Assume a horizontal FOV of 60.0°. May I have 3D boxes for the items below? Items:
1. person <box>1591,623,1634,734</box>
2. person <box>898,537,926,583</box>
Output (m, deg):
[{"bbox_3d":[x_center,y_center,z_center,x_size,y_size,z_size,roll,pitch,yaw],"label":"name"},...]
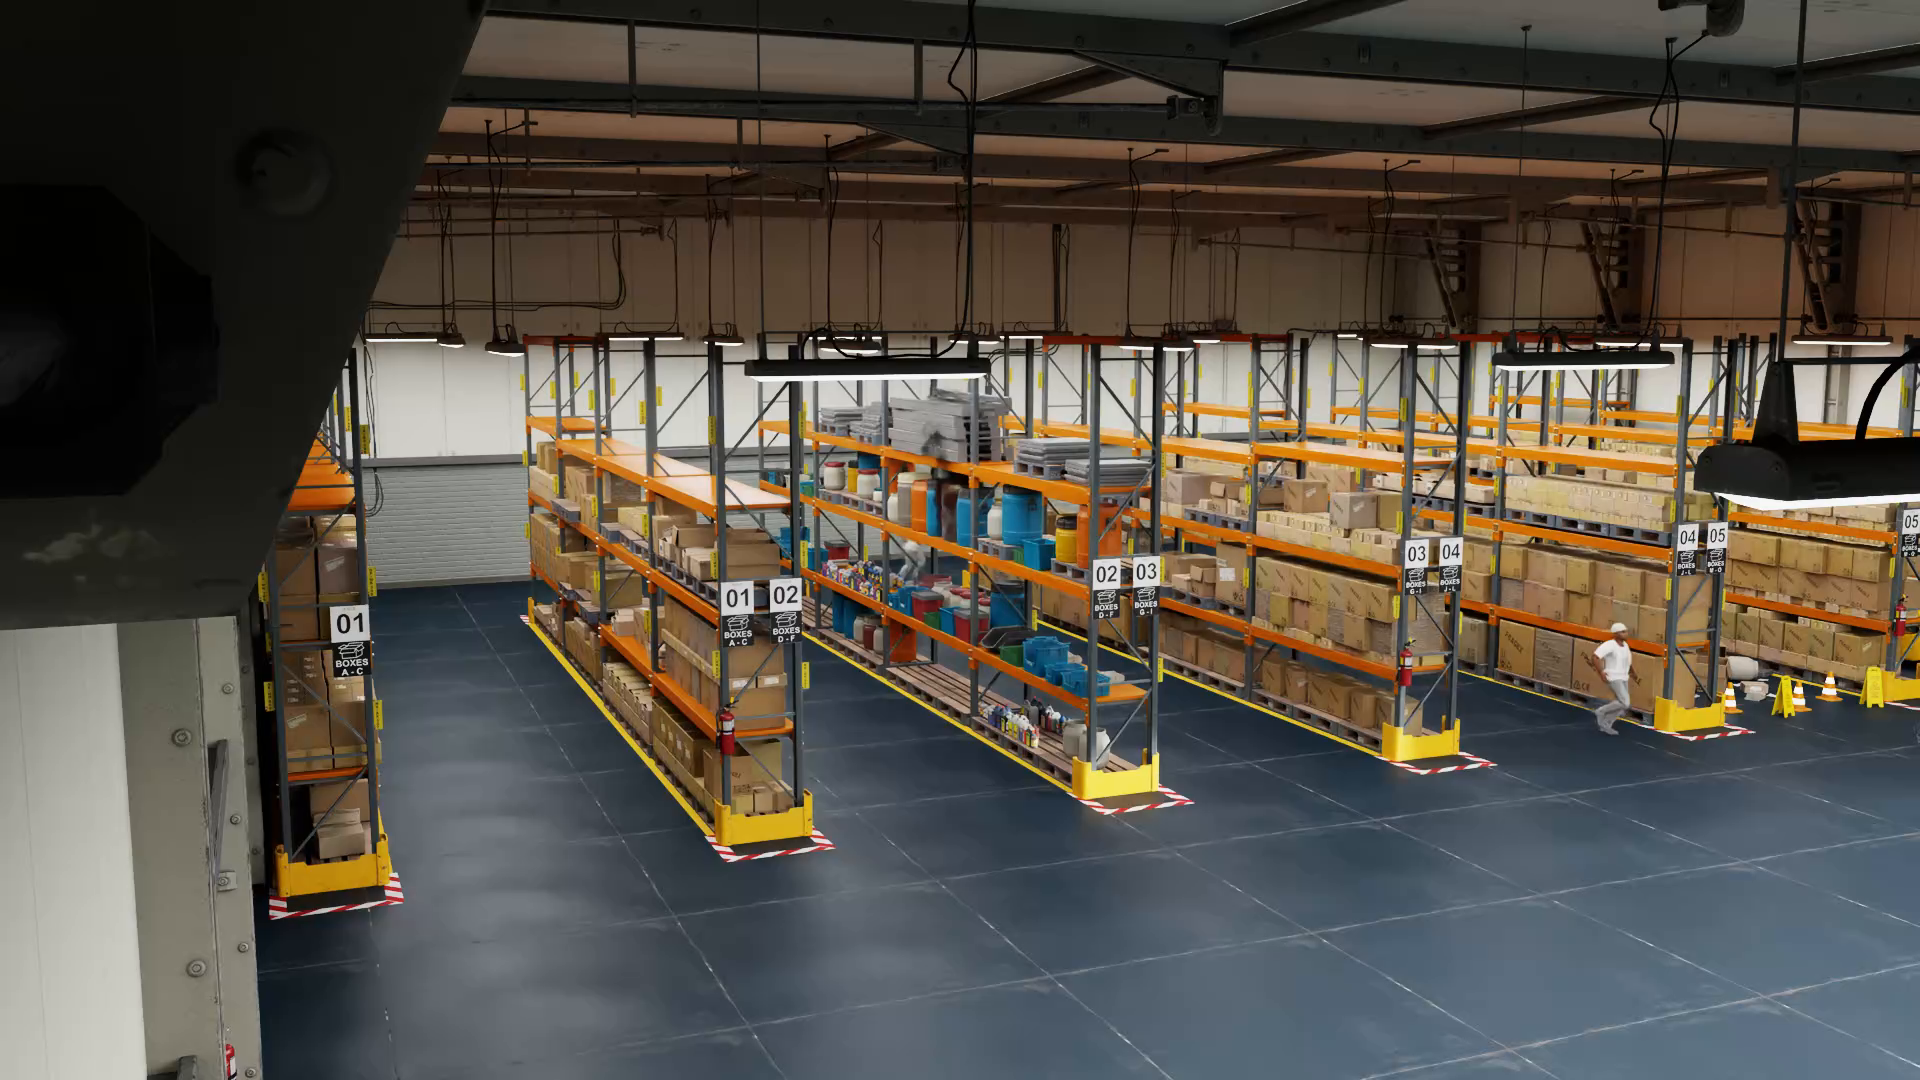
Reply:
[{"bbox_3d":[10.042,2.115,25.383,0.703,1.700,0.559,-6,10,-40],"label":"person"},{"bbox_3d":[-1.126,0.264,39.482,0.838,1.660,0.613,-1,8,-5],"label":"person"}]
